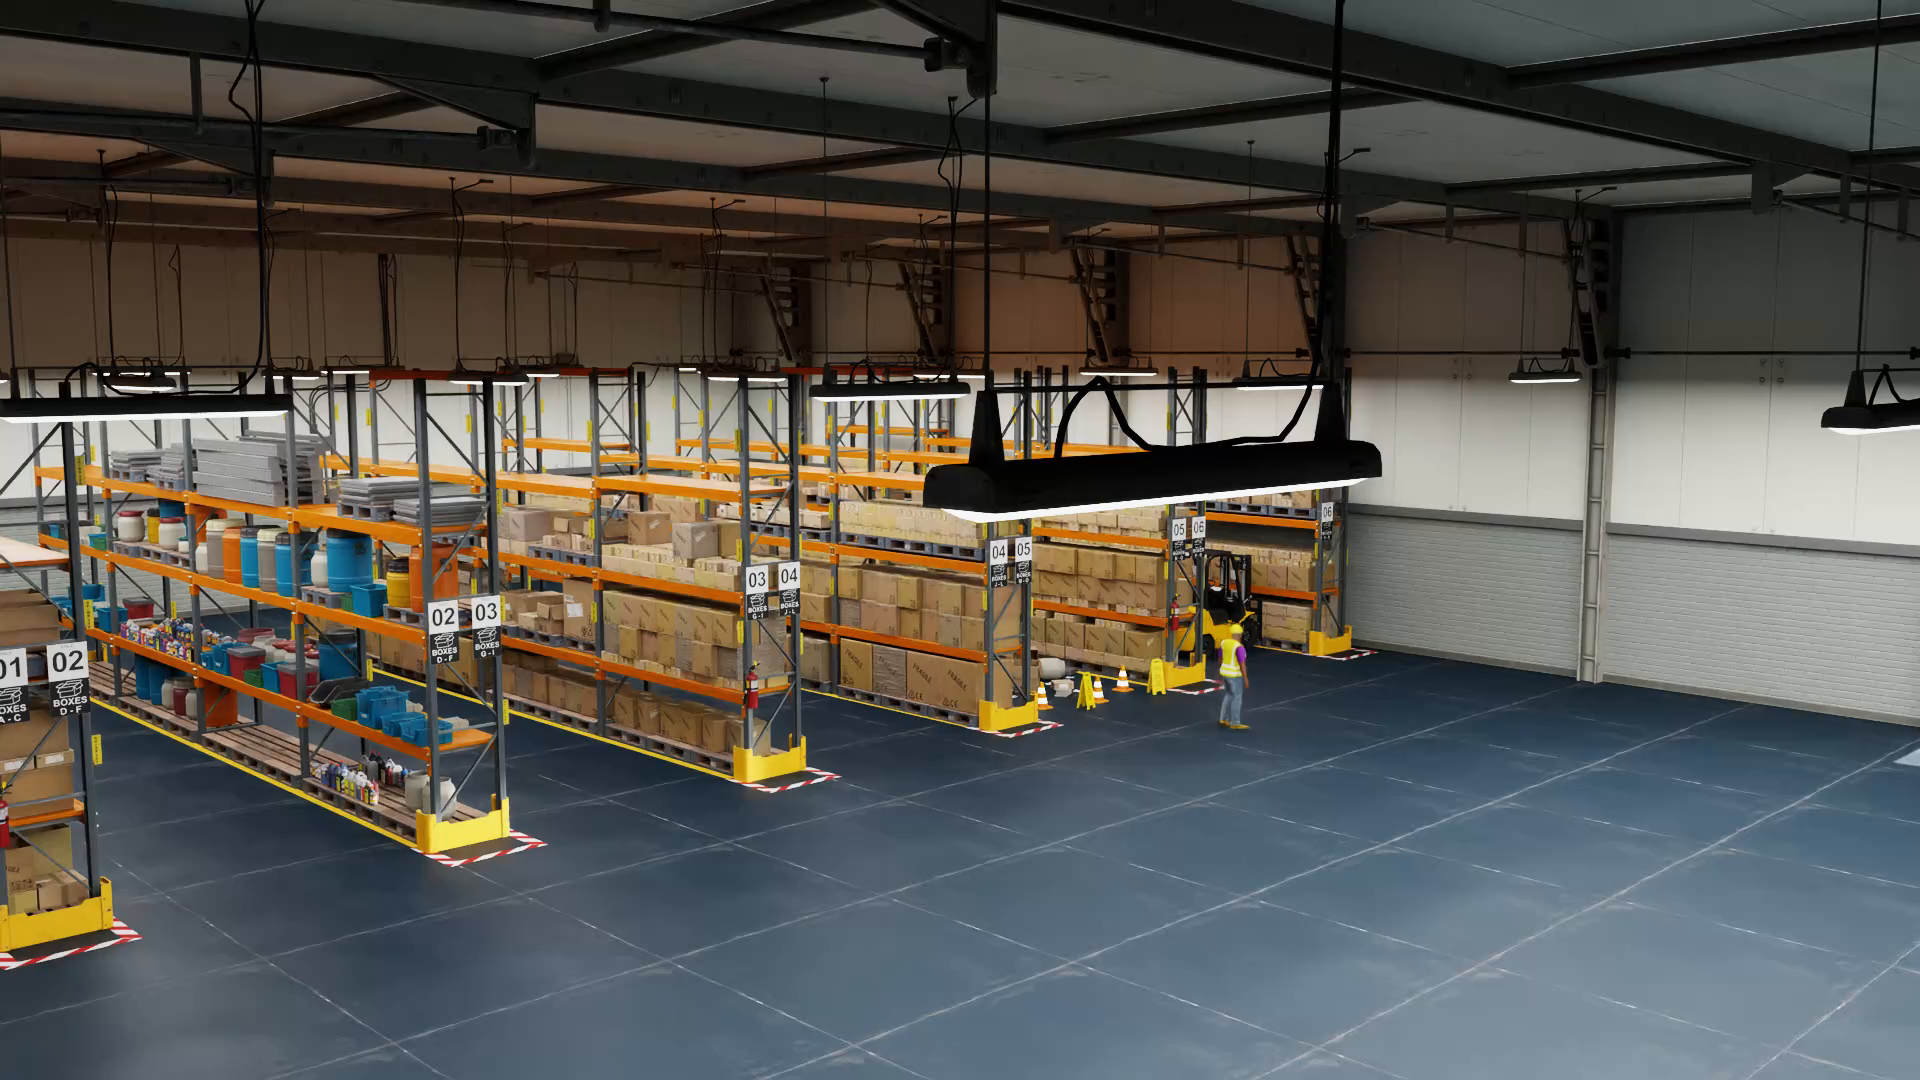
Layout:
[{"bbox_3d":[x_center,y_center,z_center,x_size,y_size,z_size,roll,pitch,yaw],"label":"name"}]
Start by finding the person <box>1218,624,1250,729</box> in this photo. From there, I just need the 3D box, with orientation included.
[{"bbox_3d":[4.622,2.329,28.050,0.405,1.827,0.654,-3,7,-28],"label":"person"}]
